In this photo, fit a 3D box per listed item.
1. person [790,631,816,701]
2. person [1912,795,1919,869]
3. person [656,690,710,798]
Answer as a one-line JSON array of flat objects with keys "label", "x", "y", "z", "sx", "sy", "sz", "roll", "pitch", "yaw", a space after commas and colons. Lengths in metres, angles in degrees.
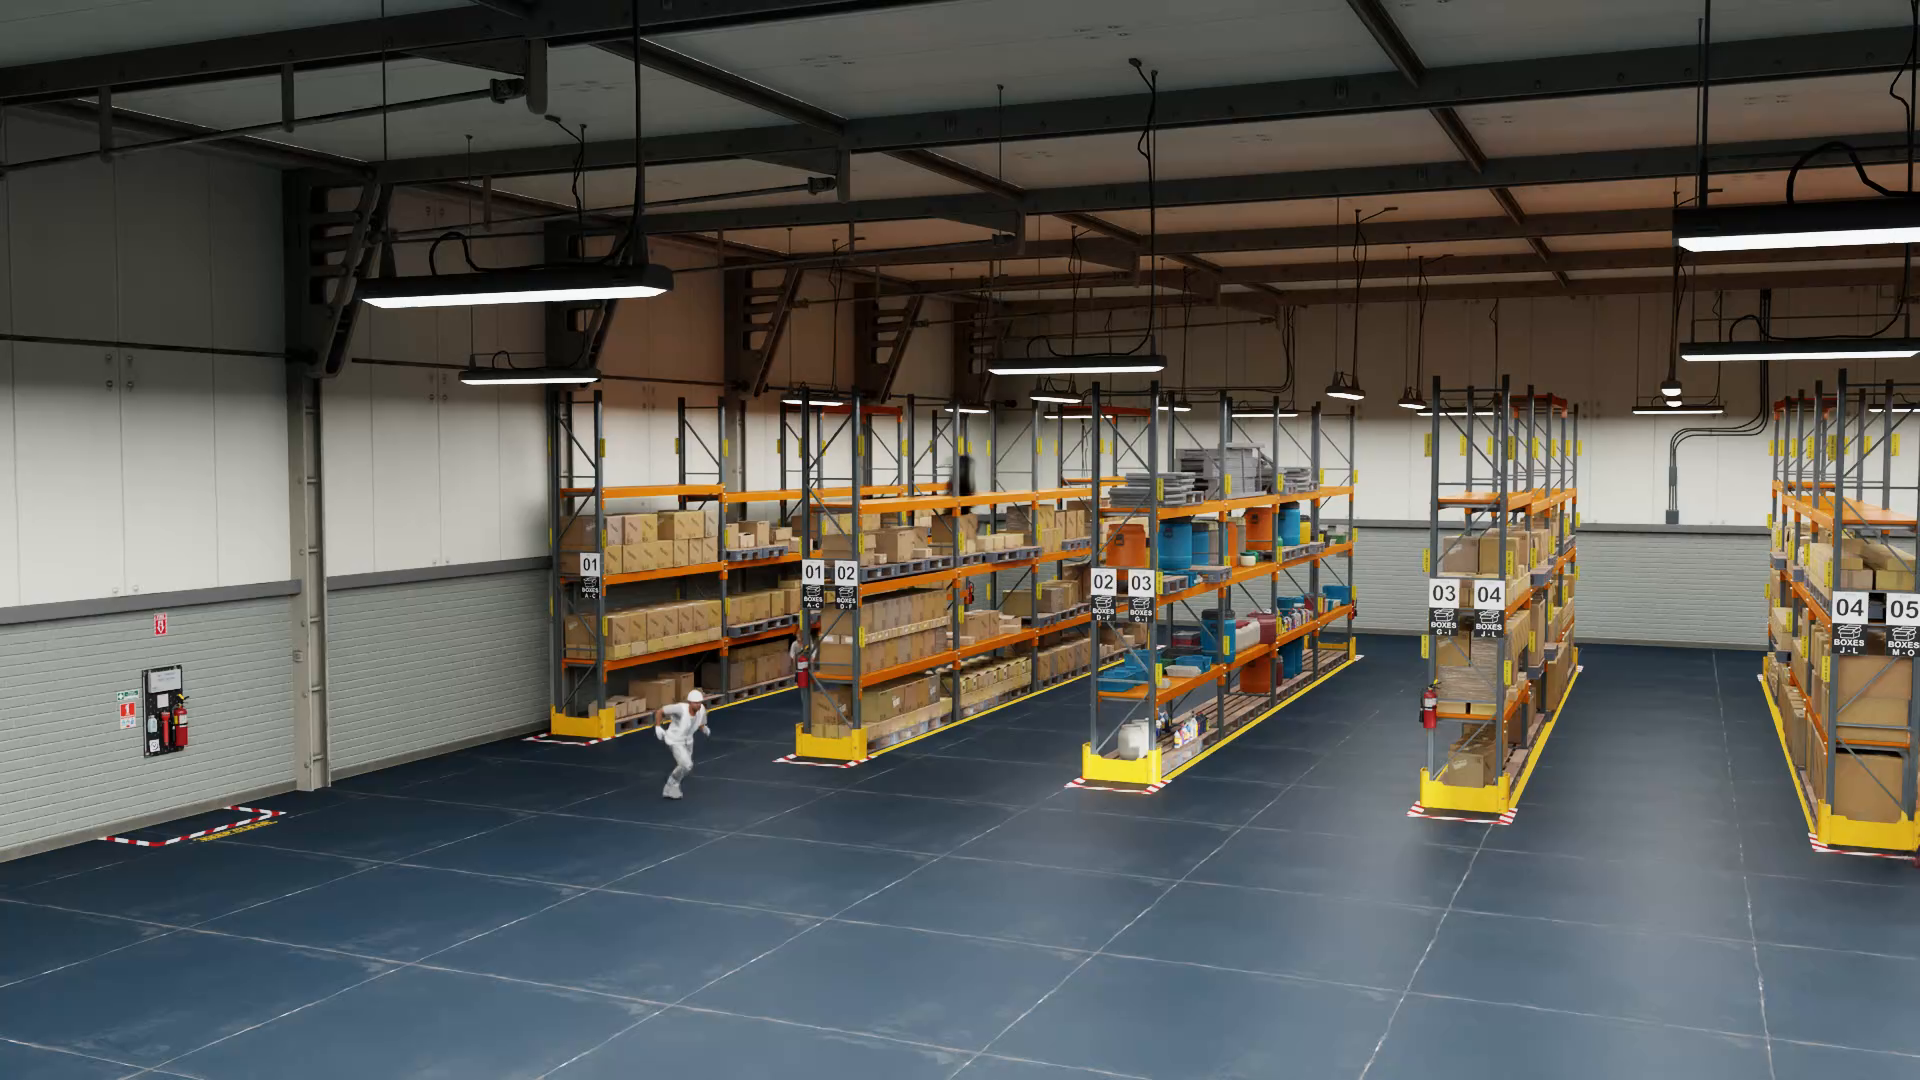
[{"label": "person", "x": -3.069, "y": 2.476, "z": 32.697, "sx": 0.564, "sy": 1.455, "sz": 0.774, "roll": -1, "pitch": 3, "yaw": -13}, {"label": "person", "x": 11.477, "y": 3.153, "z": 19.309, "sx": 0.639, "sy": 1.593, "sz": 0.550, "roll": 0, "pitch": 3, "yaw": 3}, {"label": "person", "x": -3.932, "y": 2.892, "z": 23.476, "sx": 0.921, "sy": 1.596, "sz": 0.722, "roll": 3, "pitch": 4, "yaw": 42}]
